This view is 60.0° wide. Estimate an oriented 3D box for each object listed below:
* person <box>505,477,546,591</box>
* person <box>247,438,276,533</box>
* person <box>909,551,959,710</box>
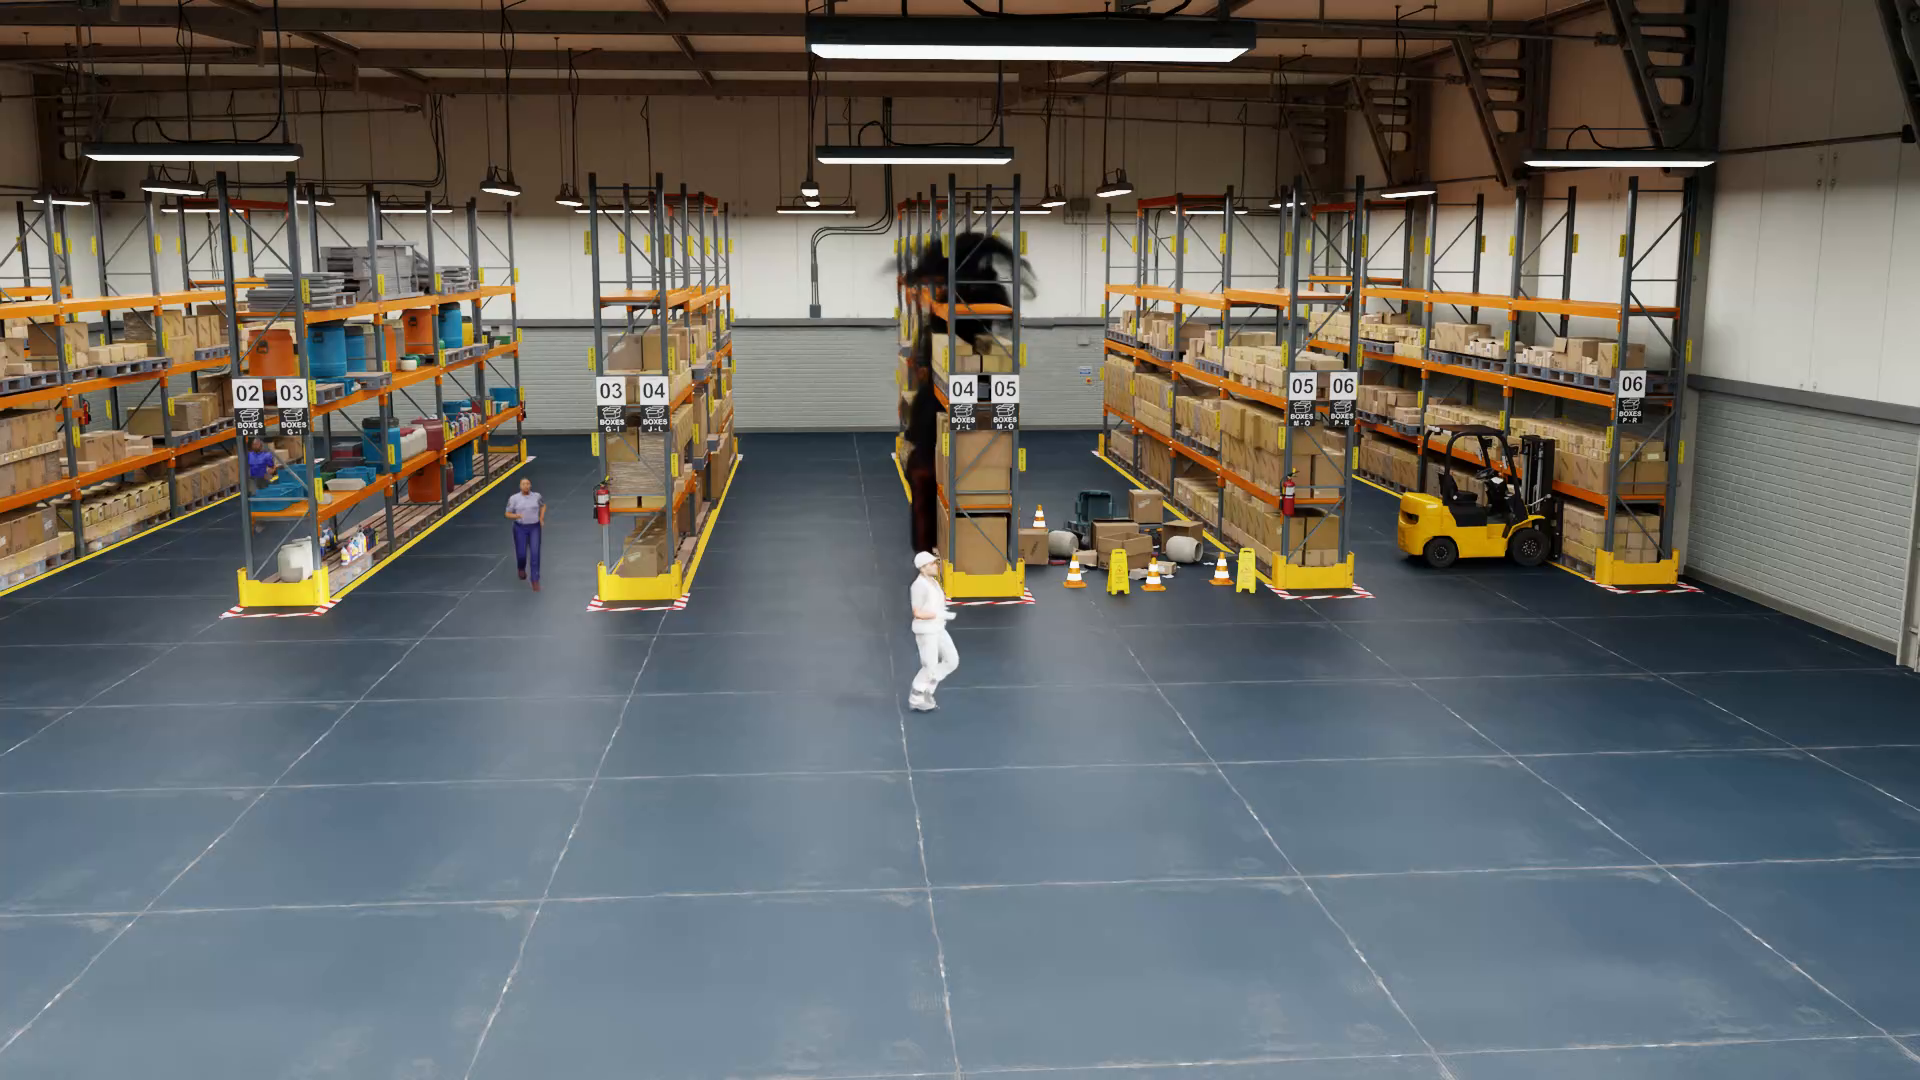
[{"bbox_3d":[-6.385,-0.123,24.543,0.609,1.628,0.919,-4,11,-20],"label":"person"},{"bbox_3d":[-12.502,-0.993,29.688,0.579,1.657,0.842,-2,10,-11],"label":"person"},{"bbox_3d":[-0.268,0.995,17.955,0.612,1.759,0.639,4,11,22],"label":"person"}]
